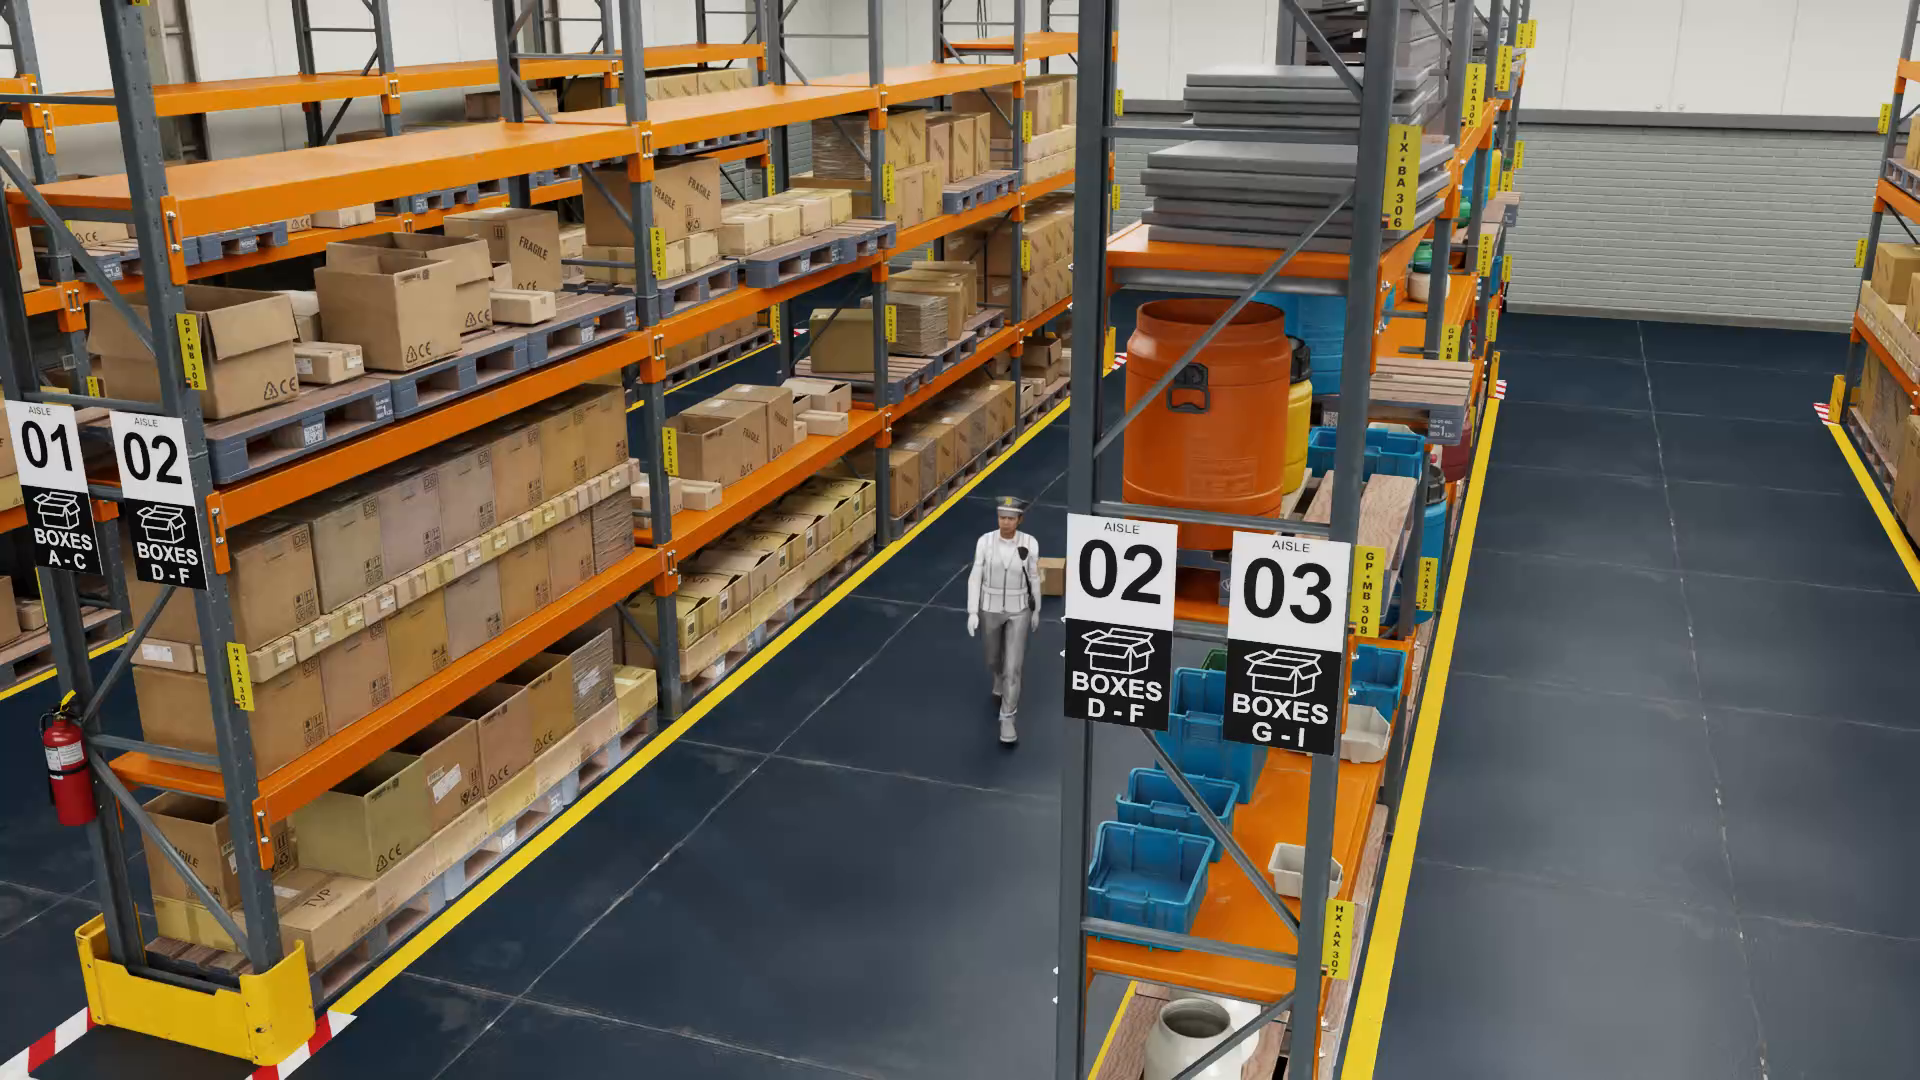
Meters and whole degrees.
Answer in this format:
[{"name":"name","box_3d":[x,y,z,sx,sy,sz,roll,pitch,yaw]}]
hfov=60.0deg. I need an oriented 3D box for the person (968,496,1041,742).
[{"name":"person","box_3d":[0.307,0.468,11.509,0.499,1.647,0.916,3,19,8]}]
